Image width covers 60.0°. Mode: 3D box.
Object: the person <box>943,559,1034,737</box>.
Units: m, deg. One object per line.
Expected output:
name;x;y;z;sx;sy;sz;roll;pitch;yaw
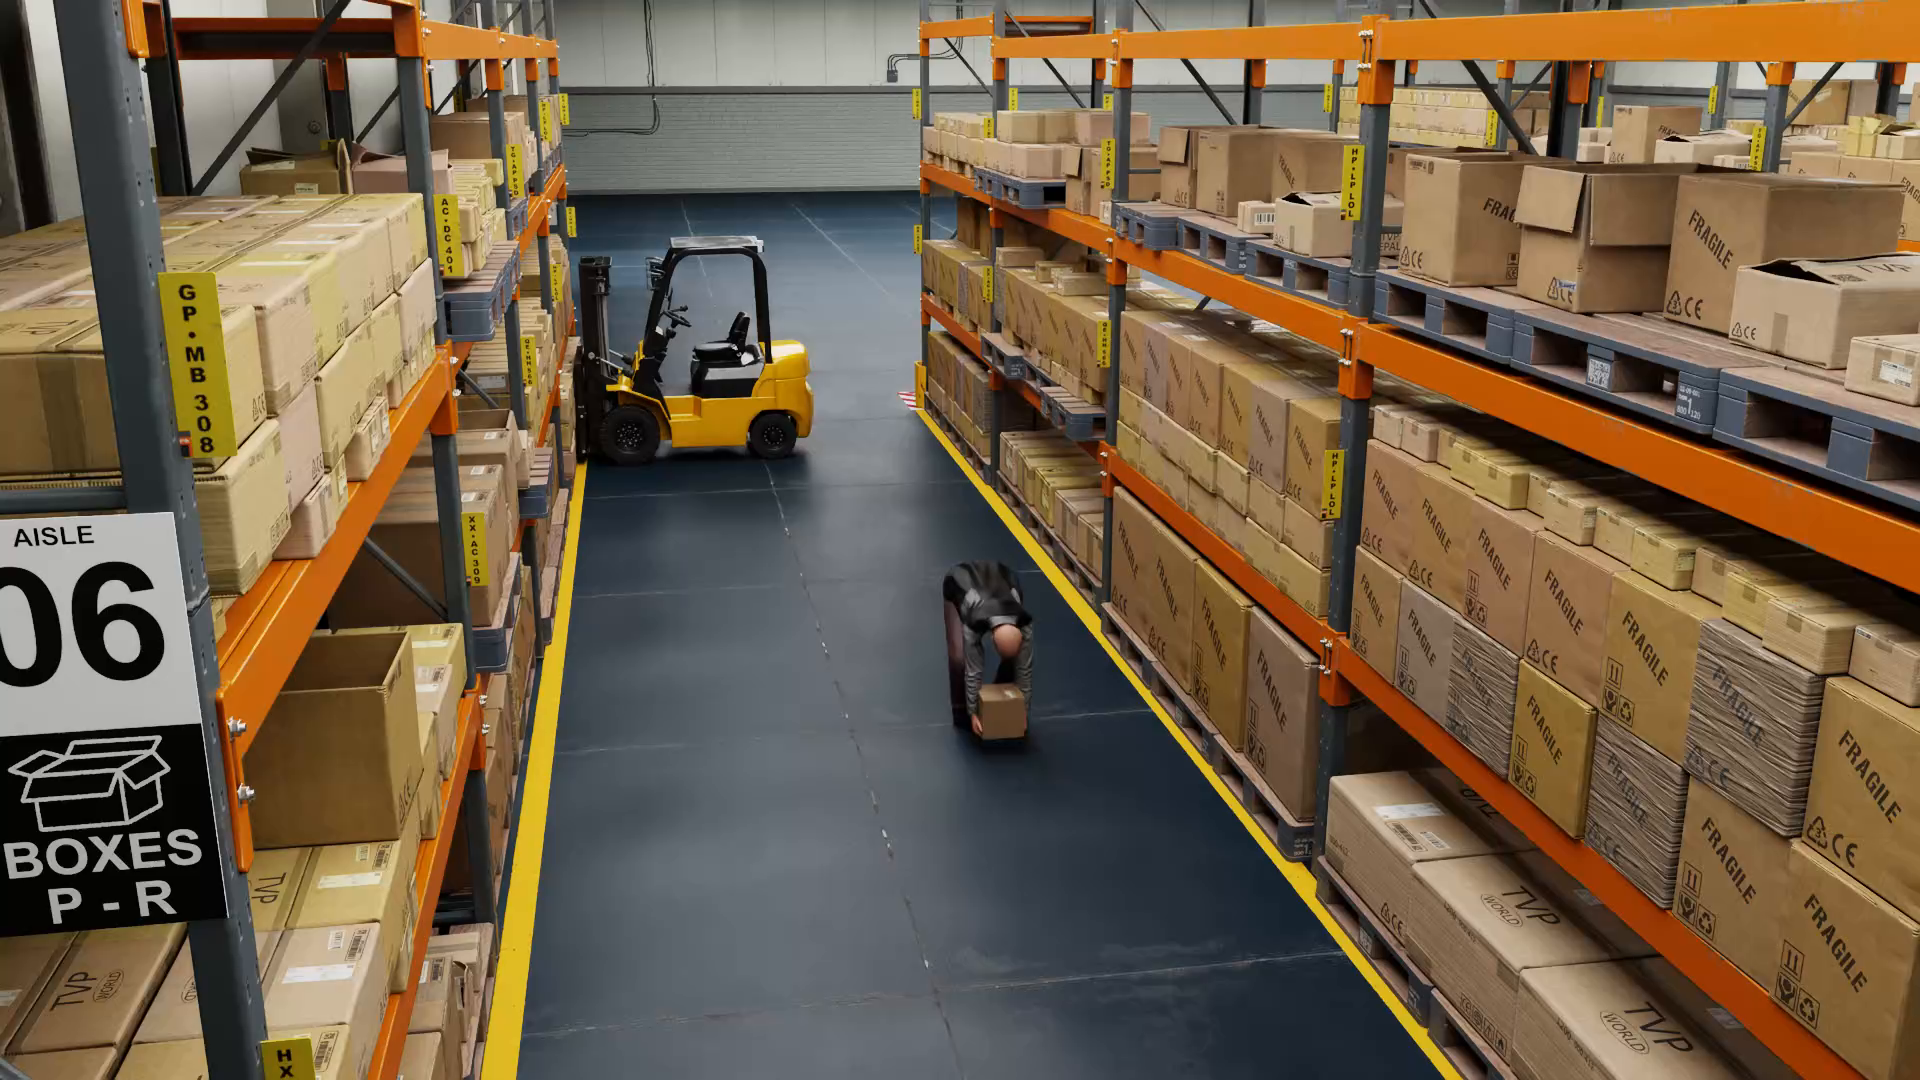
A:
person;0.190;0.676;10.045;0.503;1.002;0.948;-4;17;-13
